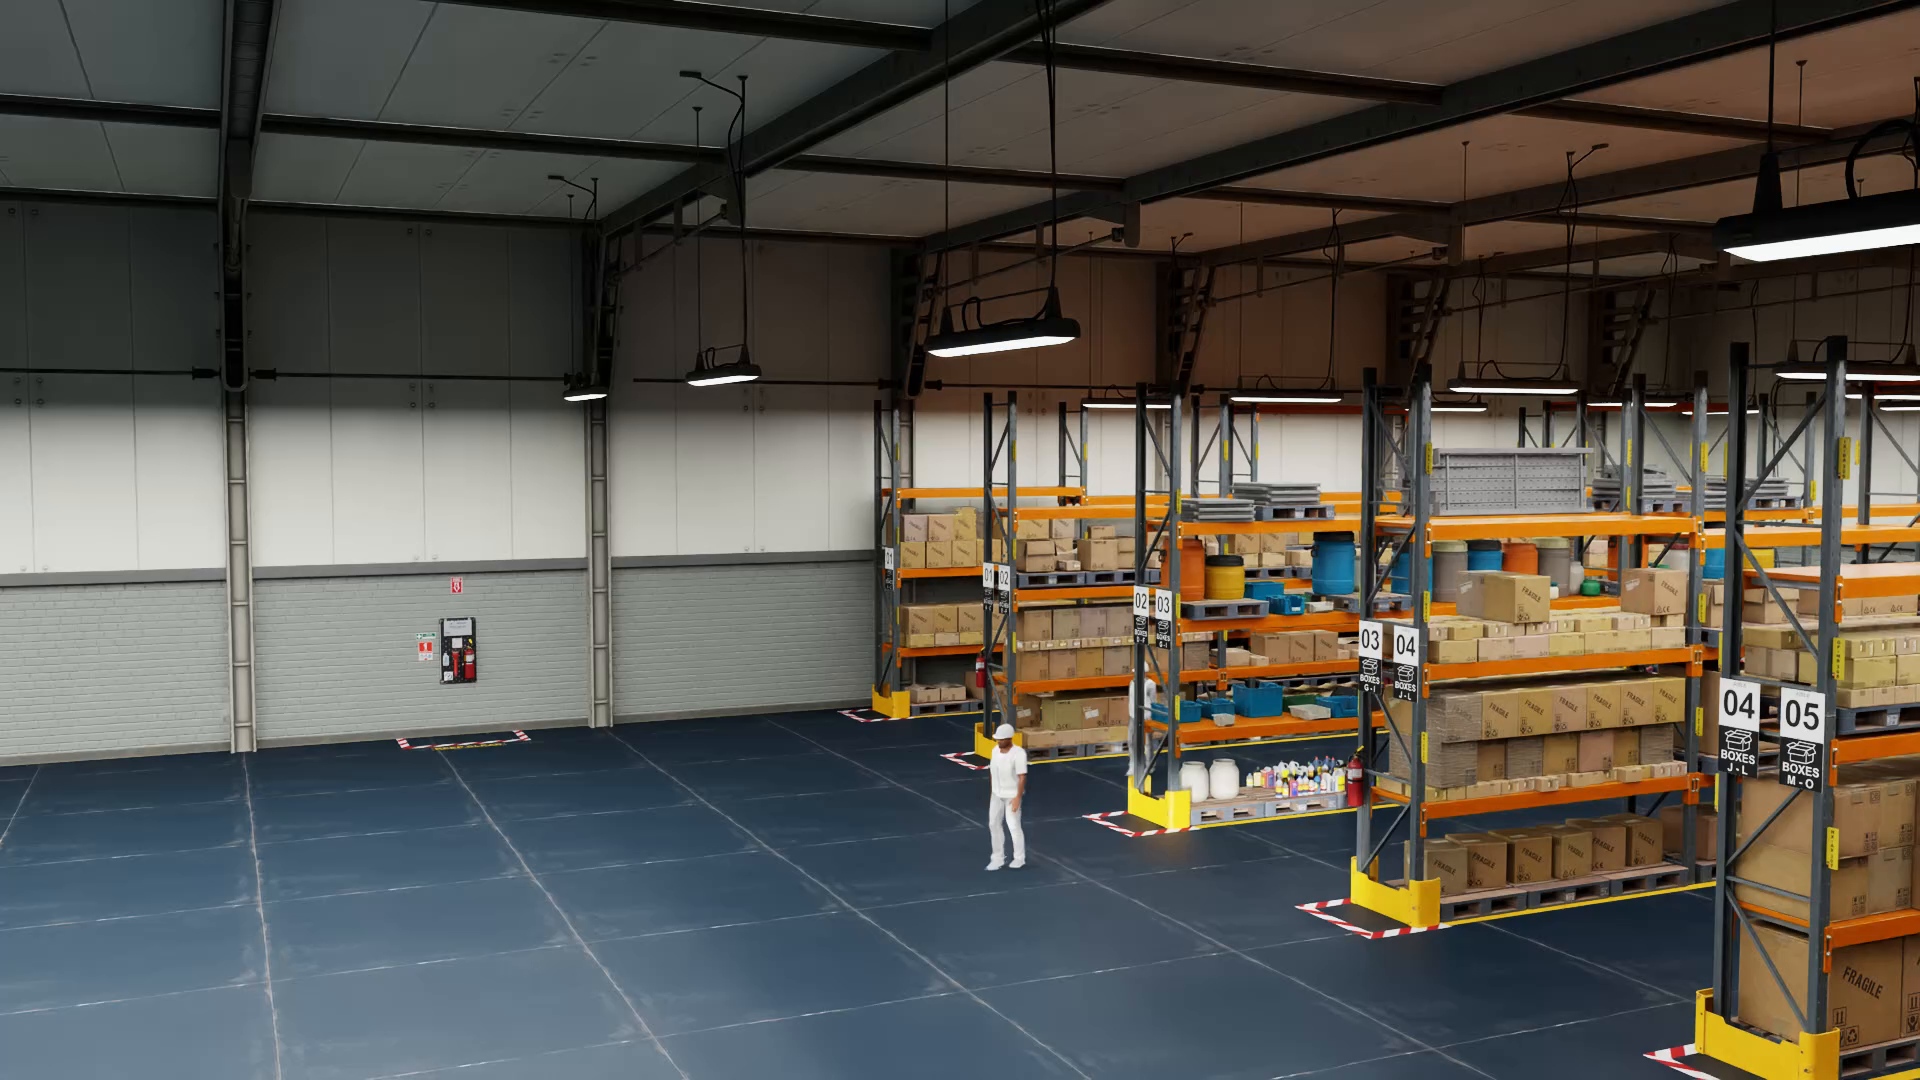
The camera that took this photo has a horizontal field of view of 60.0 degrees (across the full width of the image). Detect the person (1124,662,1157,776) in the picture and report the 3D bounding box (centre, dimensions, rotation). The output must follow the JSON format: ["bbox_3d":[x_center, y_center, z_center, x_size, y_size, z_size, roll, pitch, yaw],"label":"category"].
[{"bbox_3d":[2.844,2.791,25.899,0.587,1.836,0.506,3,5,45],"label":"person"}]

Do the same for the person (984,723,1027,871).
[{"bbox_3d":[0.576,3.125,20.147,0.511,1.832,0.629,-3,5,-44],"label":"person"}]
